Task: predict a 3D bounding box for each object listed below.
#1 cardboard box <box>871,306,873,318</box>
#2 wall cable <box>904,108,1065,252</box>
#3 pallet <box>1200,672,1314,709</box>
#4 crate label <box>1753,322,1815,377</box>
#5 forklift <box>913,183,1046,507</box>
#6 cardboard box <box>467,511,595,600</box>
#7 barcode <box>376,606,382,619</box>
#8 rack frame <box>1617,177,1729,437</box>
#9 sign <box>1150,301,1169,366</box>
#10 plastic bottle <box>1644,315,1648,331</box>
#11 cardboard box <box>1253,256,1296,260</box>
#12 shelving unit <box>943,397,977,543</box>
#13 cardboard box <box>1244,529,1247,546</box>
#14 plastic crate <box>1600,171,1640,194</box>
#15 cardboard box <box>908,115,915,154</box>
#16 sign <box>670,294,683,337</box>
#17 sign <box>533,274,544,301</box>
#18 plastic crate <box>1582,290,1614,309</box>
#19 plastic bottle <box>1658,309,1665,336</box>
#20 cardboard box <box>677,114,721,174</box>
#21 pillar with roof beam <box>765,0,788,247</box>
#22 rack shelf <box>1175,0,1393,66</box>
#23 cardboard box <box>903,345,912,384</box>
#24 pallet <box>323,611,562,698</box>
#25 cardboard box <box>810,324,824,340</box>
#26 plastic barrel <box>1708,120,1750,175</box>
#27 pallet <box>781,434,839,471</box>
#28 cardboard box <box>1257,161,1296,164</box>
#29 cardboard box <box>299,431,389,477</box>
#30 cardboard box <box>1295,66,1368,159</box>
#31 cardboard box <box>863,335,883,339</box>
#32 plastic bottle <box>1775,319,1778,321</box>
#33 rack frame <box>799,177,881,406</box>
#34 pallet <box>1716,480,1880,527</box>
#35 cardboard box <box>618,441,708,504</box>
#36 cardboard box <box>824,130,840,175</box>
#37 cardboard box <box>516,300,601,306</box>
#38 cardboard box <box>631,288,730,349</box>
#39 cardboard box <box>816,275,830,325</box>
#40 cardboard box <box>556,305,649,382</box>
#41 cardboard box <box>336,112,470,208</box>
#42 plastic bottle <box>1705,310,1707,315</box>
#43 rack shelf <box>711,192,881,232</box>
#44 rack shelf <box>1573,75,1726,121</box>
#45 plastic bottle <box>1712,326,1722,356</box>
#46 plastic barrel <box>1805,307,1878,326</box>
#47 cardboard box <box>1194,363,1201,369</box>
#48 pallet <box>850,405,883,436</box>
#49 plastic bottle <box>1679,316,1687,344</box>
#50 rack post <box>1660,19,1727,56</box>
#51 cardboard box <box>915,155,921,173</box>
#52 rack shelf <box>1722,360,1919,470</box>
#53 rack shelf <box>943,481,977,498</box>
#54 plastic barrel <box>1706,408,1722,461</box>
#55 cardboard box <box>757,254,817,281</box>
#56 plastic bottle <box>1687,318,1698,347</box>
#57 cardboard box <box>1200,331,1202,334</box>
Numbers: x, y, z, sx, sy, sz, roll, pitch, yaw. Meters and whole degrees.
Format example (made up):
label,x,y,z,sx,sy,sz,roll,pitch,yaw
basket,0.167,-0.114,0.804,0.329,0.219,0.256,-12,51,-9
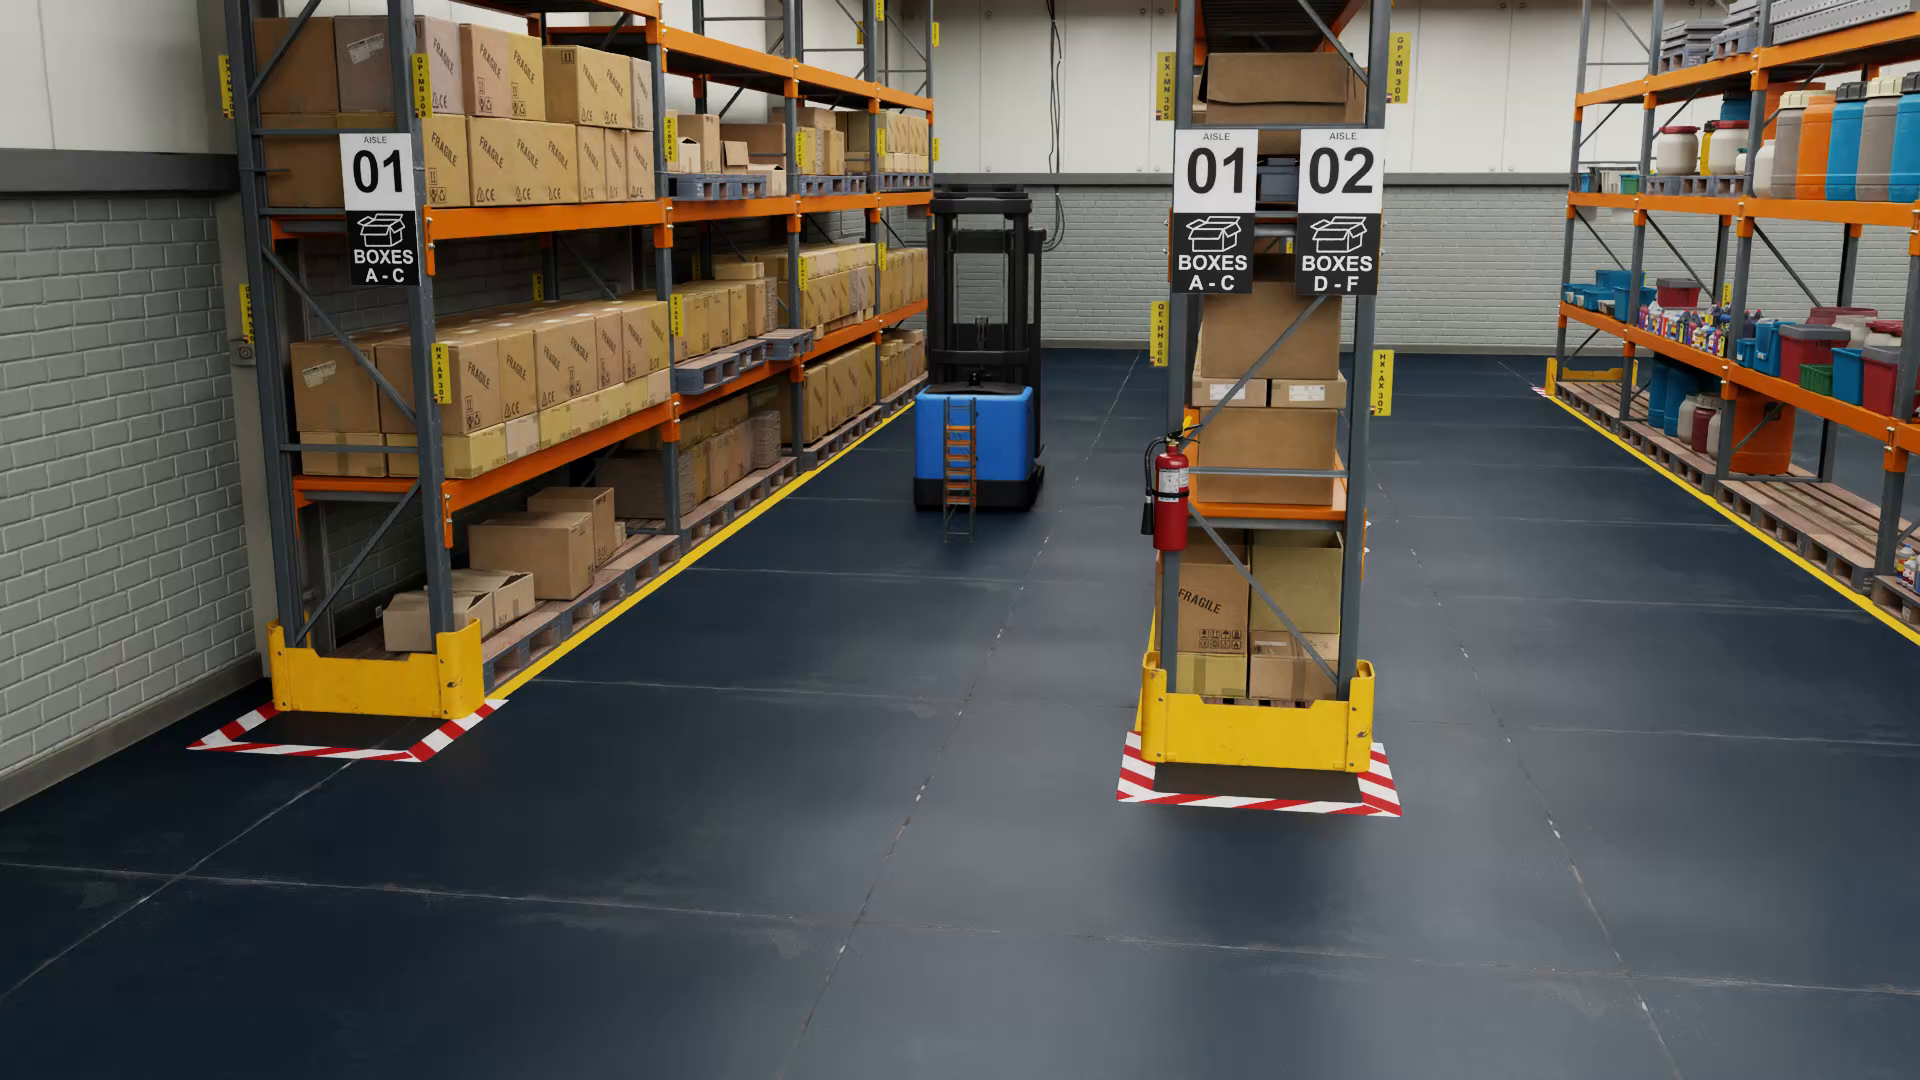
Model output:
label,x,y,z,sx,sy,sz,roll,pitch,yaw
cardboard box,-1.277,-2.802,20.426,0.380,0.149,0.250,2,12,9
wall cable,0.334,-6.408,29.739,3.097,2.526,0.112,2,12,9
pallet,1.622,0.865,9.477,1.003,0.211,1.213,2,12,9
crate label,7.250,-1.661,14.495,0.502,0.435,0.616,2,12,9
forklift,0.263,-1.989,16.268,1.130,2.935,3.031,1,12,7
cardboard box,-2.905,0.099,11.303,0.700,0.500,0.500,1,12,5
barcode,-3.547,0.440,10.148,0.001,0.075,0.075,2,12,9
rack frame,8.285,-2.674,19.281,1.000,3.000,0.127,2,12,9
sign,1.011,-1.040,8.387,0.100,0.325,0.005,2,12,9
plastic bottle,7.787,-2.462,18.769,0.097,0.201,0.097,0,12,0
cardboard box,2.022,-1.655,11.237,0.700,0.500,0.500,2,12,9
shelving unit,-0.002,-0.584,13.853,0.258,1.200,0.189,2,12,9
cardboard box,2.144,-0.086,11.023,0.500,0.500,0.500,2,12,9
plastic crate,8.254,-4.464,20.747,0.437,0.282,0.530,2,12,9
cardboard box,-0.892,-5.468,22.466,0.500,0.500,0.500,1,12,6
sign,-2.197,-1.737,12.878,0.100,0.325,0.005,2,12,9
sign,-3.284,-1.913,13.001,0.100,0.325,0.005,2,12,9
plastic crate,8.334,-3.139,21.696,0.416,0.233,0.300,2,12,9
plastic bottle,7.670,-2.370,18.146,0.061,0.283,0.133,2,12,9
cardboard box,-2.382,-3.418,14.380,0.500,0.500,0.500,1,12,7
pillar with roof beam,2.002,-5.962,20.298,9.100,9.000,0.400,2,12,9
rack shelf,1.853,-3.139,9.856,1.077,0.370,4.000,2,12,9
cardboard box,-1.052,-2.453,23.193,0.700,0.500,0.500,1,12,7
pallet,-3.178,0.682,10.326,1.003,0.211,1.213,2,12,9
cardboard box,-1.668,-2.215,17.701,0.380,0.149,0.250,2,12,10
plastic barrel,7.793,-3.953,16.778,0.433,0.535,0.433,0,12,0
pallet,-1.924,-0.961,17.951,1.003,0.211,1.213,2,12,9
cardboard box,2.265,-2.896,12.552,0.500,0.250,0.500,3,13,15
cardboard box,-3.470,-0.537,9.674,0.500,0.250,0.500,2,12,9
cardboard box,2.071,-2.463,9.616,0.500,0.500,0.500,2,12,9
cardboard box,-1.270,-2.748,23.020,0.380,0.149,0.250,2,12,9
plastic bottle,8.278,-2.103,16.909,0.061,0.283,0.133,2,12,9
rack frame,-1.504,-2.995,20.771,1.000,3.000,0.127,2,12,9
pallet,7.512,-0.318,14.969,1.003,0.211,1.213,2,12,9
cardboard box,-2.608,-0.586,14.481,0.700,0.500,0.500,2,12,8
cardboard box,-1.770,-4.428,19.017,0.700,0.500,0.500,2,12,8
cardboard box,-3.013,-1.542,12.555,0.500,0.500,0.500,2,12,7
cardboard box,-2.459,-1.953,14.652,0.700,0.500,0.500,4,13,16
cardboard box,-1.702,-2.568,17.798,0.500,0.500,0.500,2,12,11
cardboard box,-2.573,-1.420,11.992,0.500,0.500,0.500,2,12,8
cardboard box,-3.051,-2.084,9.136,0.500,0.500,0.500,2,12,10
plastic bottle,8.544,-2.521,18.865,0.152,0.276,0.135,2,12,9
rack shelf,-1.812,-3.693,18.599,1.077,0.370,4.000,2,12,9
rack shelf,8.592,-5.476,20.699,1.077,0.370,4.000,2,12,9
plastic bottle,7.346,-1.930,16.108,0.061,0.283,0.133,2,12,9
plastic barrel,7.898,-1.801,14.909,0.600,0.536,0.708,2,12,9
cardboard box,1.494,-0.897,9.257,0.380,0.149,0.250,2,12,8
pallet,-1.549,-1.469,20.308,1.003,0.211,1.213,2,12,9
plastic bottle,7.535,-2.187,17.296,0.061,0.283,0.133,2,12,9
rack post,8.124,-5.395,17.848,0.937,0.300,0.954,2,12,8
cardboard box,-0.818,-5.205,23.029,0.500,0.250,0.500,1,12,7
rack shelf,7.362,-1.073,13.562,1.077,0.370,4.000,2,12,9
rack shelf,-0.002,-0.423,13.888,0.258,0.103,0.180,2,12,9
plastic barrel,7.727,-1.053,16.669,0.421,0.512,0.421,0,12,0
cardboard box,-1.791,-2.825,17.212,0.500,0.250,0.500,2,12,10
plastic bottle,7.486,-2.120,16.989,0.061,0.283,0.133,2,12,9
cardboard box,1.812,-1.326,11.247,0.380,0.149,0.250,2,12,8
